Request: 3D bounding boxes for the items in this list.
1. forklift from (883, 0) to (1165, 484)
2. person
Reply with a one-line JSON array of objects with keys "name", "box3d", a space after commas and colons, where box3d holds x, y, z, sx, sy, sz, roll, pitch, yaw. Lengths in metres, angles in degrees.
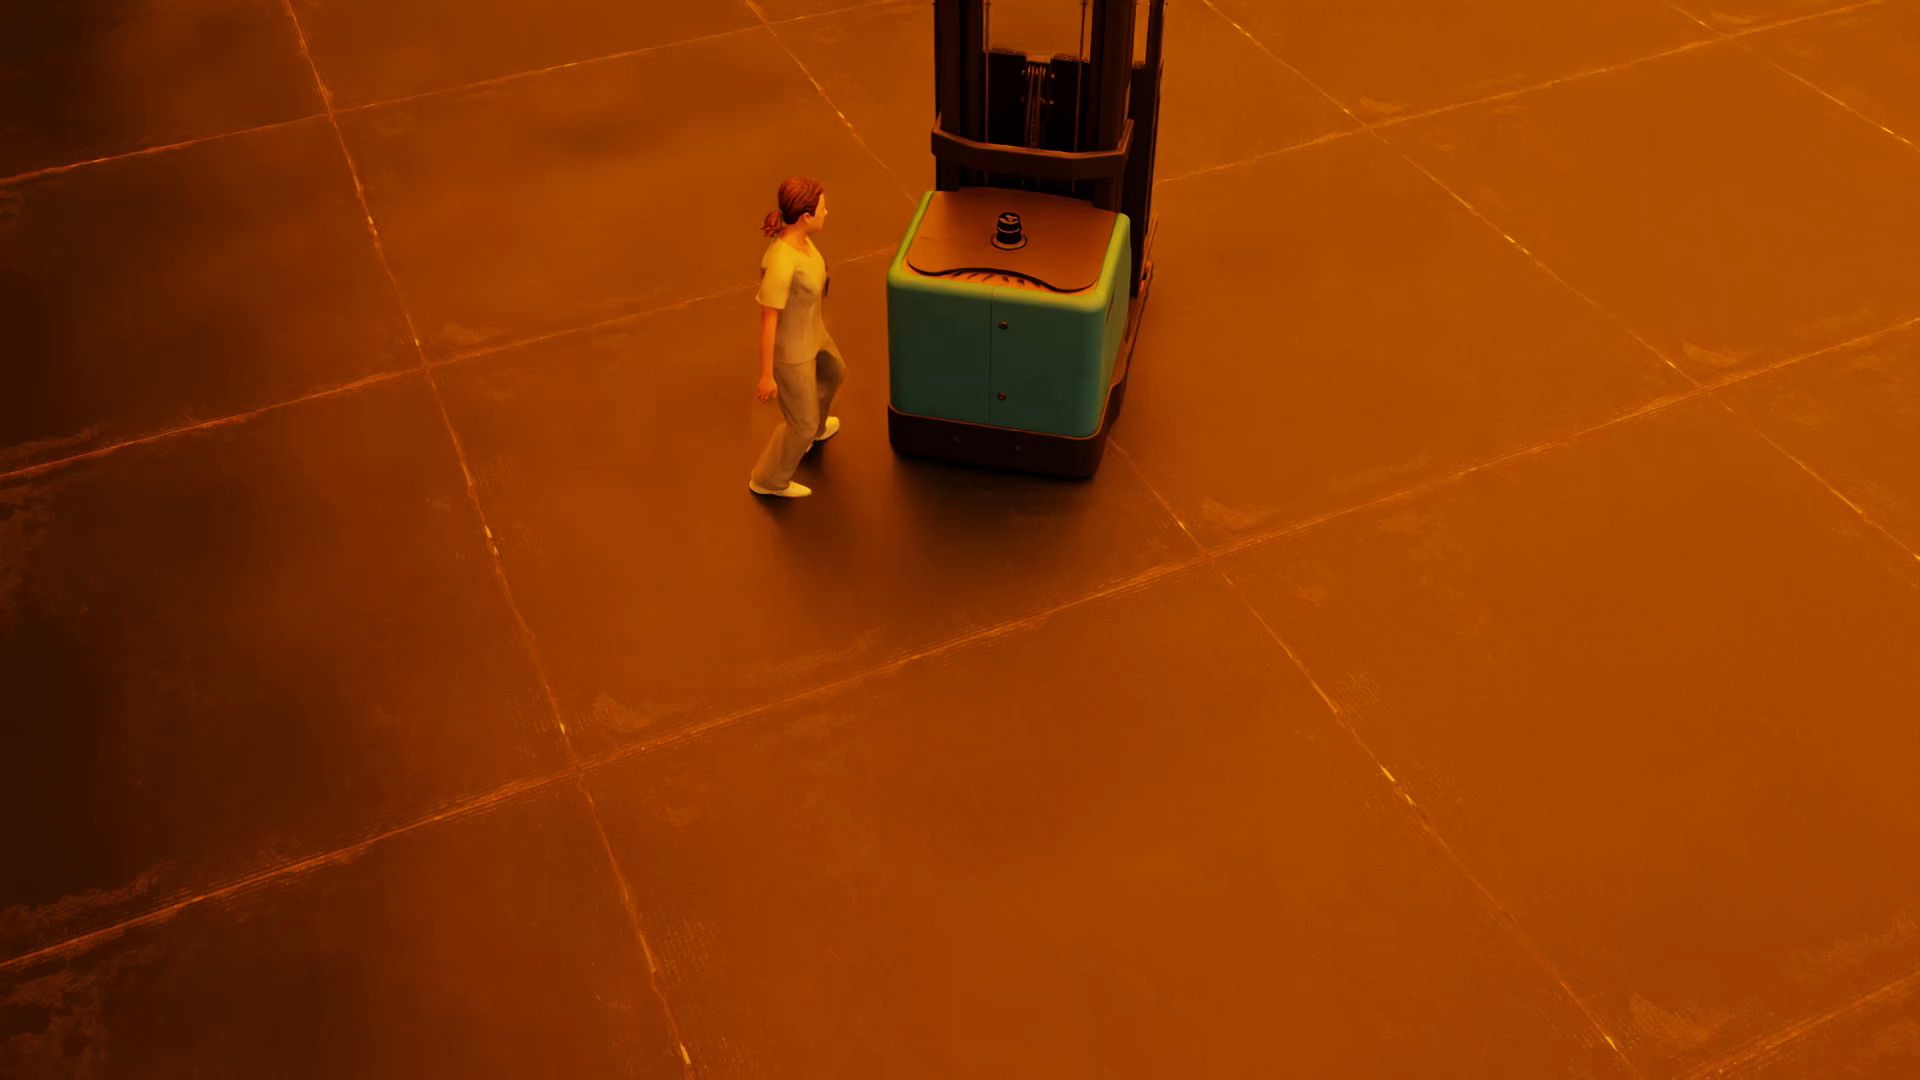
[{"name": "forklift", "box3d": [0.461, -2.359, 8.208, 1.130, 2.935, 3.031, 9, 44, 9]}, {"name": "person", "box3d": [-0.803, -0.919, 7.634, 0.401, 1.645, 0.794, 5, 43, 5]}]
